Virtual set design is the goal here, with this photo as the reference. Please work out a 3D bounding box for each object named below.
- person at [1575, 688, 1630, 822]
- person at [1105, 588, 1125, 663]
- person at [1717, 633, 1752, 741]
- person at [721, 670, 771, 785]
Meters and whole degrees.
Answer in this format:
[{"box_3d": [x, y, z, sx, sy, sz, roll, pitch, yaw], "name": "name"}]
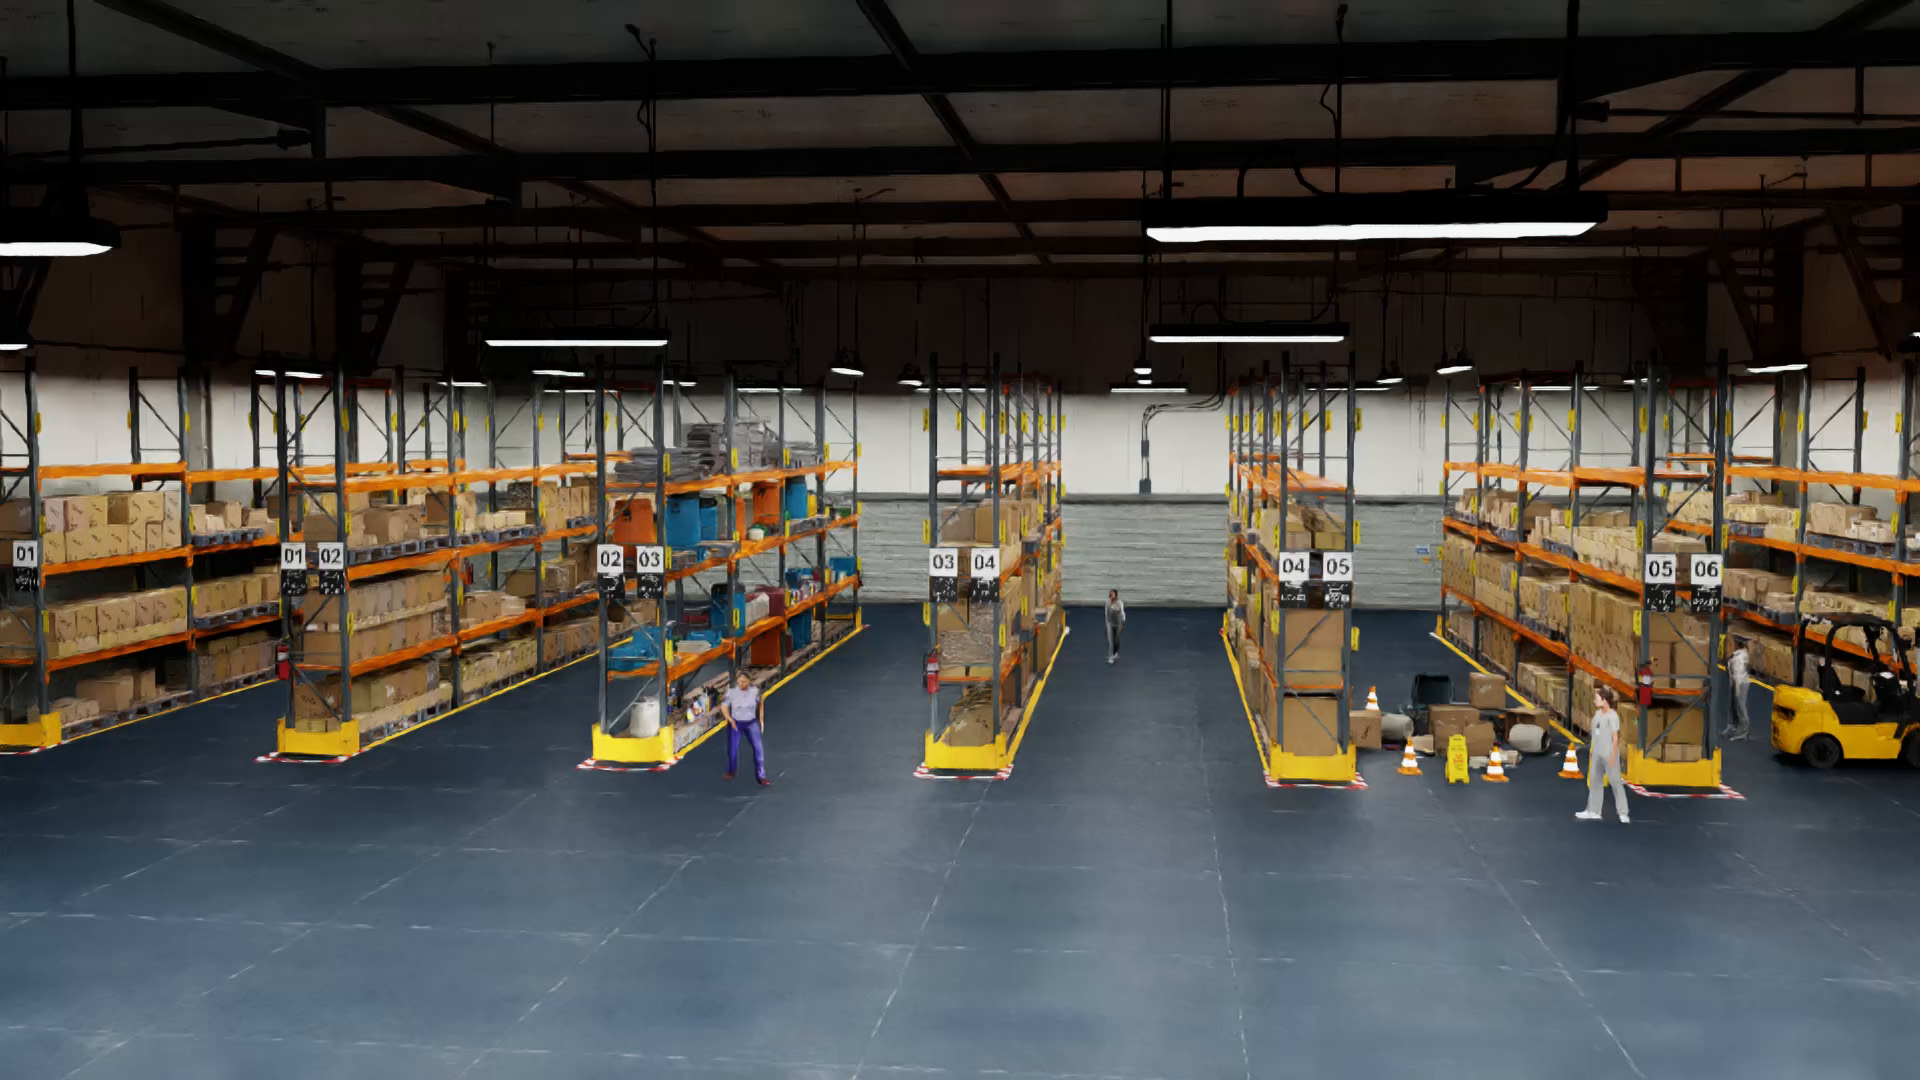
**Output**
[{"box_3d": [8.133, 2.696, 20.895, 0.551, 1.673, 0.585, -1, 4, -14], "name": "person"}, {"box_3d": [3.235, 1.769, 34.721, 0.432, 1.539, 0.948, 0, 4, 5], "name": "person"}, {"box_3d": [12.227, 2.304, 26.224, 0.504, 1.673, 0.561, 3, 5, 32], "name": "person"}, {"box_3d": [-2.985, 2.572, 23.104, 0.656, 1.581, 0.818, -1, 4, -10], "name": "person"}]
